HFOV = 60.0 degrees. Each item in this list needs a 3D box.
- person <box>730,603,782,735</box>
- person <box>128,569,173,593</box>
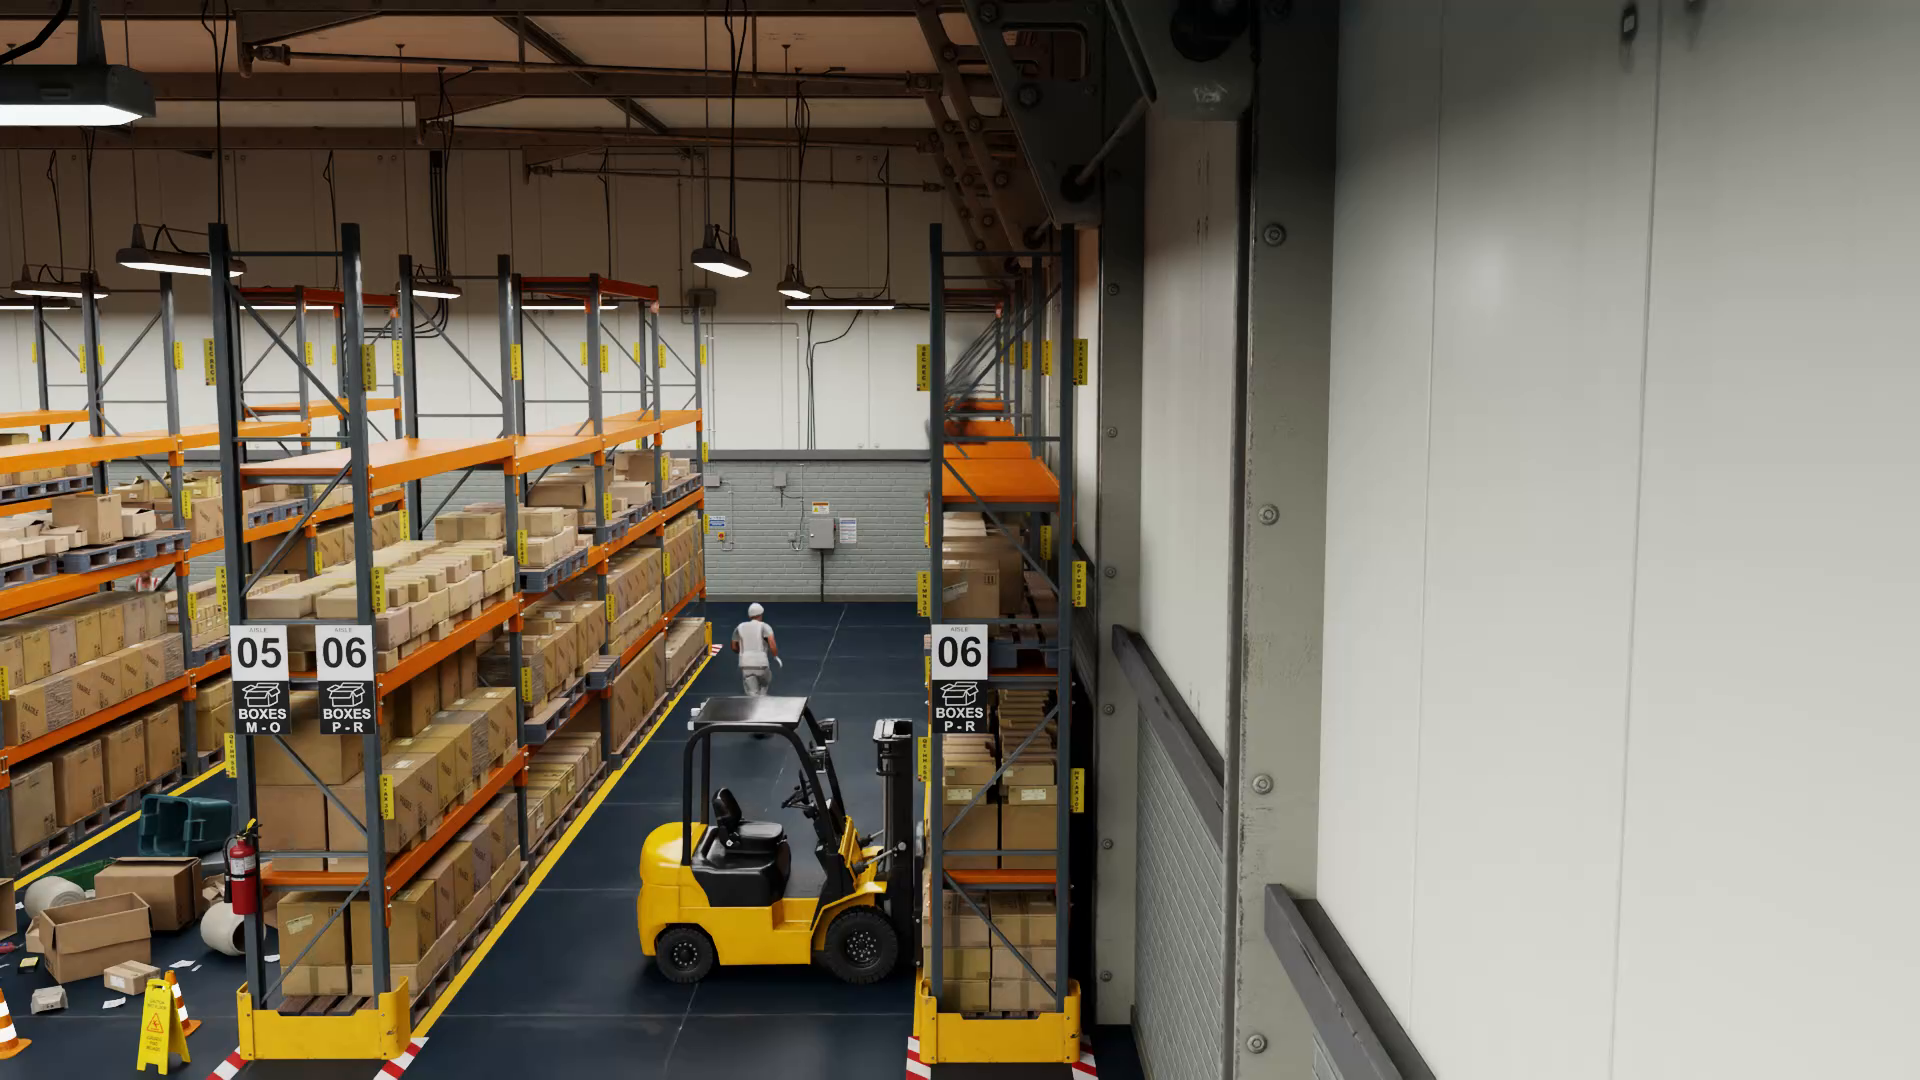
[{"bbox_3d":[-2.750,1.736,22.268,0.724,1.714,0.861,0,7,4],"label":"person"},{"bbox_3d":[-12.998,1.196,26.773,0.661,1.735,0.839,-1,7,-4],"label":"person"}]
